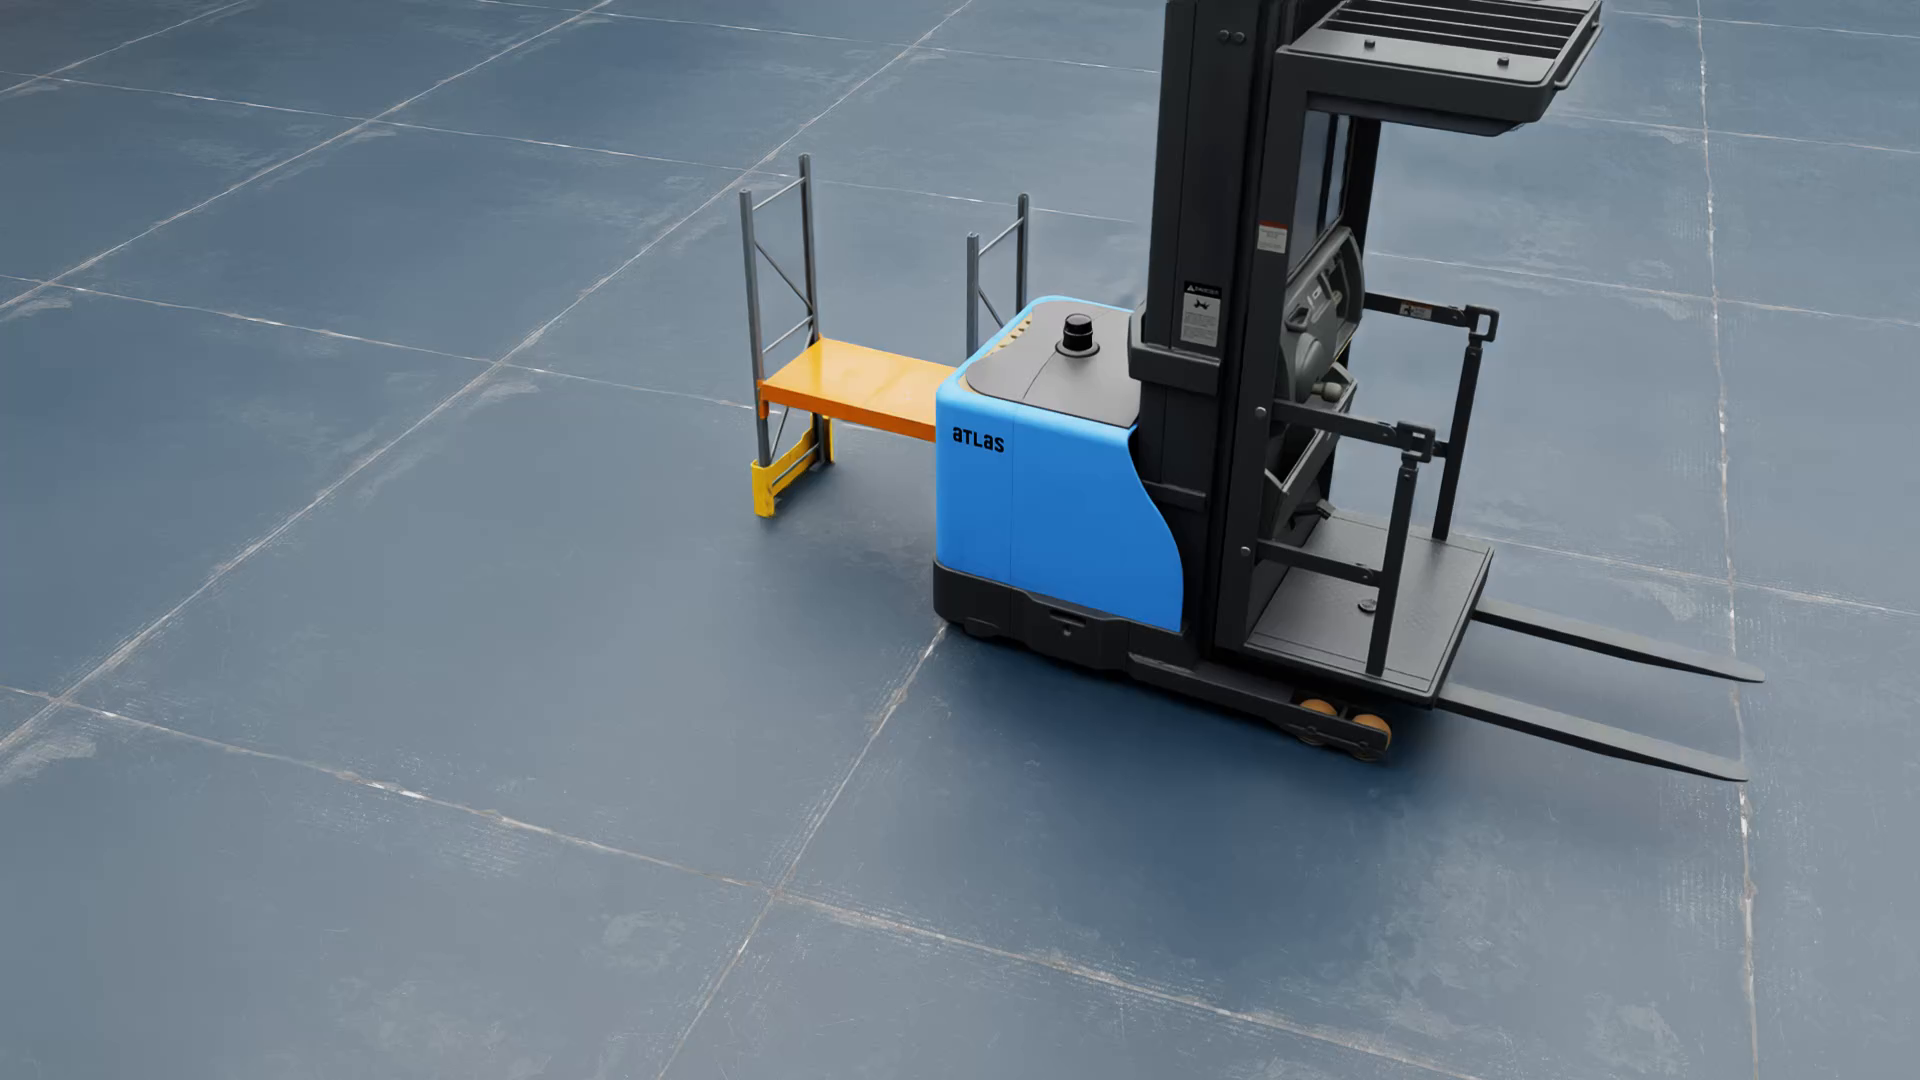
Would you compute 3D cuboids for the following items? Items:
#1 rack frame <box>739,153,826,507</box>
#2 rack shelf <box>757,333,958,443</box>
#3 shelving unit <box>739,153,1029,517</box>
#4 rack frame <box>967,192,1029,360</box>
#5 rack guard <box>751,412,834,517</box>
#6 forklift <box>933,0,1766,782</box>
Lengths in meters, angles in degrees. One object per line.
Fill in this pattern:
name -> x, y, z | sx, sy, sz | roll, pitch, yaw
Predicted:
rack frame -> -0.757, -0.880, 7.231 | 0.032, 1.500, 0.500 | 15, 36, 22
rack shelf -> -0.303, -0.605, 7.136 | 1.000, 0.185, 0.538 | 15, 36, 22
shelving unit -> -0.311, -0.759, 7.042 | 1.083, 1.500, 0.587 | 15, 36, 22
rack frame -> 0.151, -0.633, 6.847 | 0.032, 1.500, 0.500 | 15, 36, 22
rack guard -> -0.756, -0.355, 7.569 | 0.087, 0.250, 0.587 | 15, 36, 22
forklift -> 1.445, -0.764, 5.731 | 3.031, 2.935, 1.130 | 15, 36, 22
